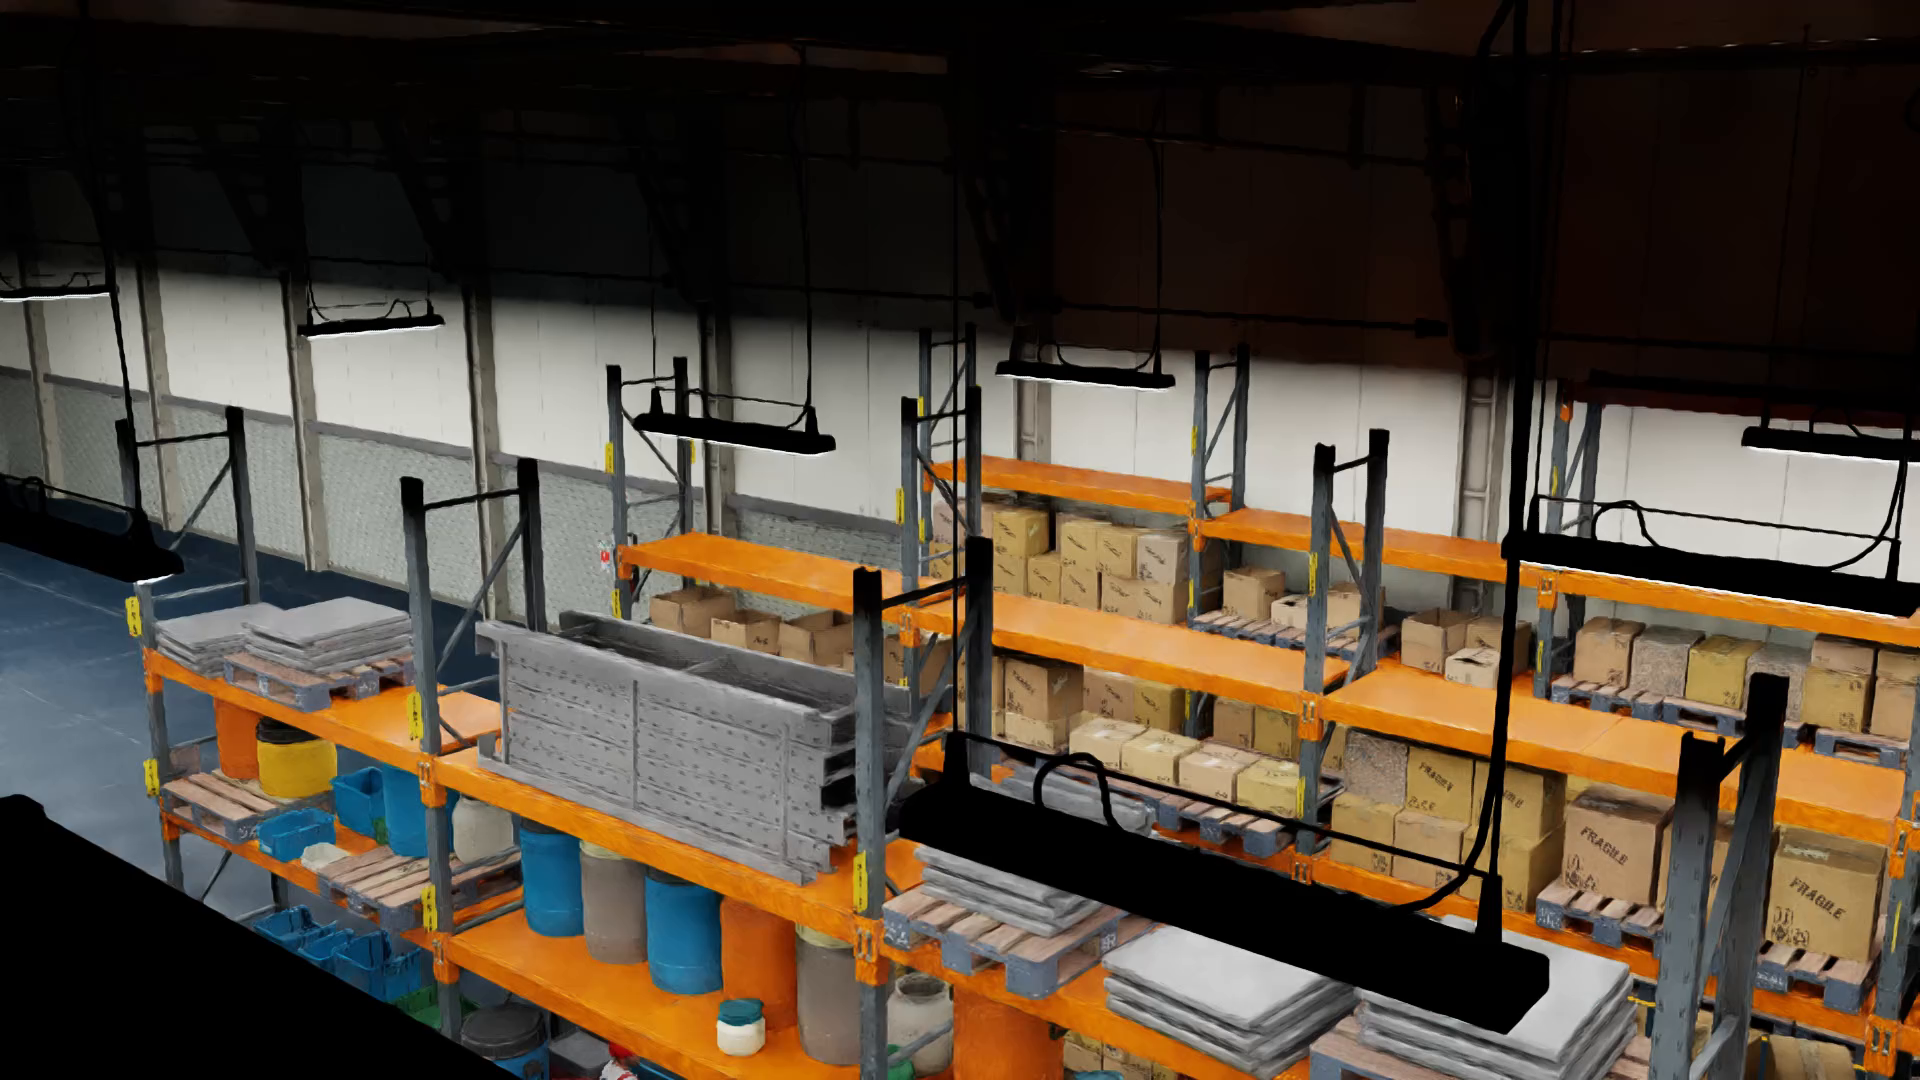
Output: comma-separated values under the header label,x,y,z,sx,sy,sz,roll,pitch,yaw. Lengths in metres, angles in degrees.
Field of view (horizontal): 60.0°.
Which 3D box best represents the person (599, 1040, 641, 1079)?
label,x,y,z,sx,sy,sz,roll,pitch,yaw
person,-2.344,4.337,11.923,0.578,1.785,0.679,-11,17,-40
